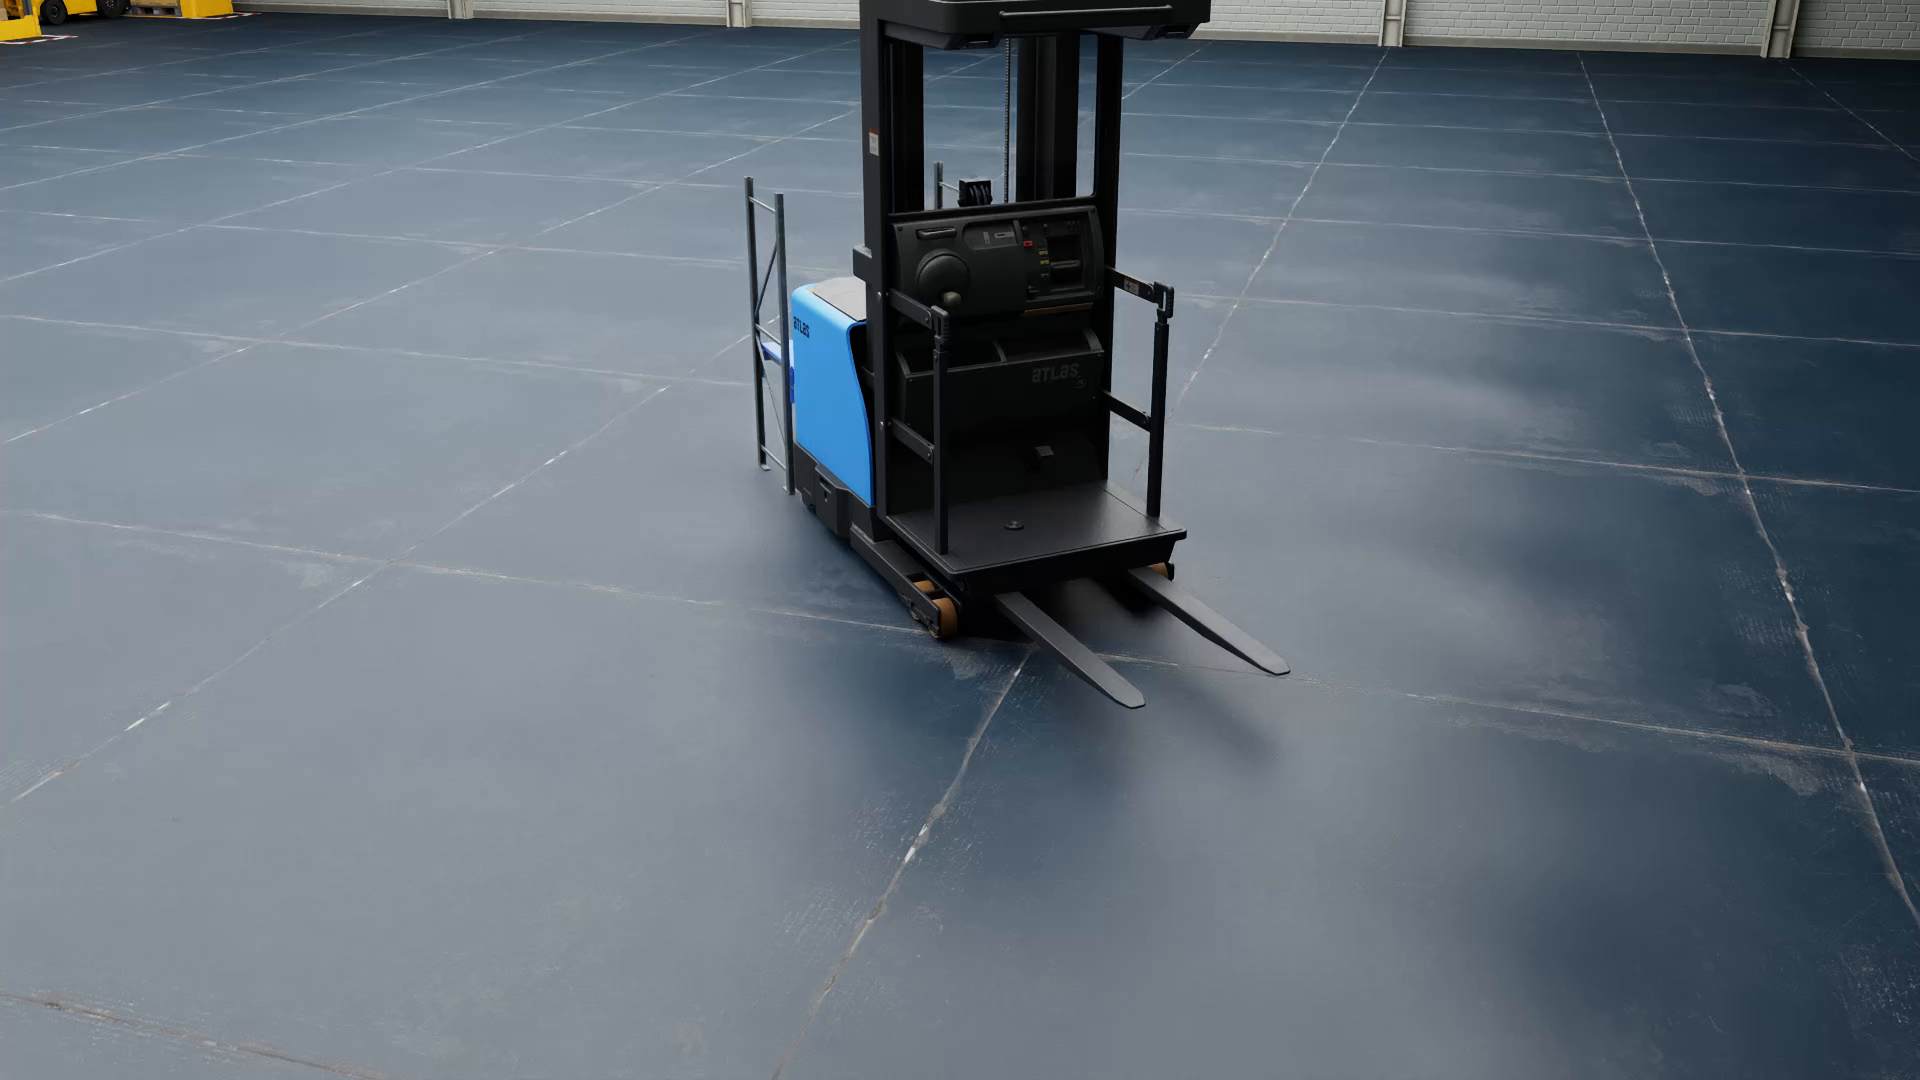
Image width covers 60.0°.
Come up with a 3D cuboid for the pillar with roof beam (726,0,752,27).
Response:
[{"bbox_3d":[-5.413,-12.321,25.950,0.400,9.000,9.100,7,23,16],"label":"pillar with roof beam"}]

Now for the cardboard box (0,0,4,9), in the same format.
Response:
[{"bbox_3d":[-17.397,-9.678,29.493,0.500,0.500,0.500,6,23,14],"label":"cardboard box"}]

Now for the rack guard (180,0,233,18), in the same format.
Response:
[{"bbox_3d":[-15.228,-10.862,33.592,0.348,0.500,1.175,7,23,16],"label":"rack guard"}]

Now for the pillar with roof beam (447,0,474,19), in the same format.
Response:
[{"bbox_3d":[-11.157,-12.979,27.554,0.400,9.000,9.100,7,23,16],"label":"pillar with roof beam"}]

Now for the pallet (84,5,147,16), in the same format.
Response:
[{"bbox_3d":[-17.160,-10.934,34.149,1.213,0.211,1.003,7,23,15],"label":"pallet"}]

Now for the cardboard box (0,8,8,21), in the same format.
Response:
[{"bbox_3d":[-17.374,-9.329,29.629,0.500,0.250,0.500,6,23,15],"label":"cardboard box"}]

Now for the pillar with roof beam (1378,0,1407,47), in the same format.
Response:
[{"bbox_3d":[6.076,-11.006,22.743,0.400,9.000,9.100,7,23,16],"label":"pillar with roof beam"}]

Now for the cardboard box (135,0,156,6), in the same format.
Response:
[{"bbox_3d":[-16.266,-10.938,33.554,0.500,0.250,0.500,7,23,15],"label":"cardboard box"}]

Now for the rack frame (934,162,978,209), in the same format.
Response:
[{"bbox_3d":[-0.019,-1.169,8.643,0.032,1.500,0.500,-10,24,-23],"label":"rack frame"}]

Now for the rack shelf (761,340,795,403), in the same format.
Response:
[{"bbox_3d":[-0.481,-0.922,8.514,1.000,0.185,0.538,-10,24,-23],"label":"rack shelf"}]

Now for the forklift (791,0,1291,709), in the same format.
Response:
[{"bbox_3d":[0.261,-1.142,6.691,1.130,2.935,3.031,-10,24,-23],"label":"forklift"}]

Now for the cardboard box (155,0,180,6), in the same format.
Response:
[{"bbox_3d":[-15.792,-10.880,33.412,0.500,0.250,0.500,7,23,16],"label":"cardboard box"}]

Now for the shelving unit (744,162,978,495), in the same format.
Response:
[{"bbox_3d":[-0.481,-1.088,8.446,1.048,1.500,0.538,-10,24,-23],"label":"shelving unit"}]

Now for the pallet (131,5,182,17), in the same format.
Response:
[{"bbox_3d":[-15.995,-10.800,33.821,1.213,0.211,1.003,7,23,16],"label":"pallet"}]

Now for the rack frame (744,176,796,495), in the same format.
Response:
[{"bbox_3d":[-0.943,-1.007,8.250,0.032,1.500,0.500,-10,24,-23],"label":"rack frame"}]

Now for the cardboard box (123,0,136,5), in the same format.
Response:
[{"bbox_3d":[-16.742,-10.996,33.695,0.500,0.250,0.500,7,23,16],"label":"cardboard box"}]

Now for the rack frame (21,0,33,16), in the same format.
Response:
[{"bbox_3d":[-16.681,-10.218,28.727,0.127,3.000,1.000,7,23,16],"label":"rack frame"}]

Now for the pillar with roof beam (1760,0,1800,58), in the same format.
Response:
[{"bbox_3d":[11.820,-10.348,21.140,0.400,9.000,9.100,7,23,16],"label":"pillar with roof beam"}]

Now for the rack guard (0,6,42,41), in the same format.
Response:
[{"bbox_3d":[-16.754,-9.069,29.221,0.348,0.500,1.175,7,23,16],"label":"rack guard"}]

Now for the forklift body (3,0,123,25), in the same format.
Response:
[{"bbox_3d":[-17.594,-11.174,32.176,1.214,2.155,2.313,7,23,16],"label":"forklift body"}]
